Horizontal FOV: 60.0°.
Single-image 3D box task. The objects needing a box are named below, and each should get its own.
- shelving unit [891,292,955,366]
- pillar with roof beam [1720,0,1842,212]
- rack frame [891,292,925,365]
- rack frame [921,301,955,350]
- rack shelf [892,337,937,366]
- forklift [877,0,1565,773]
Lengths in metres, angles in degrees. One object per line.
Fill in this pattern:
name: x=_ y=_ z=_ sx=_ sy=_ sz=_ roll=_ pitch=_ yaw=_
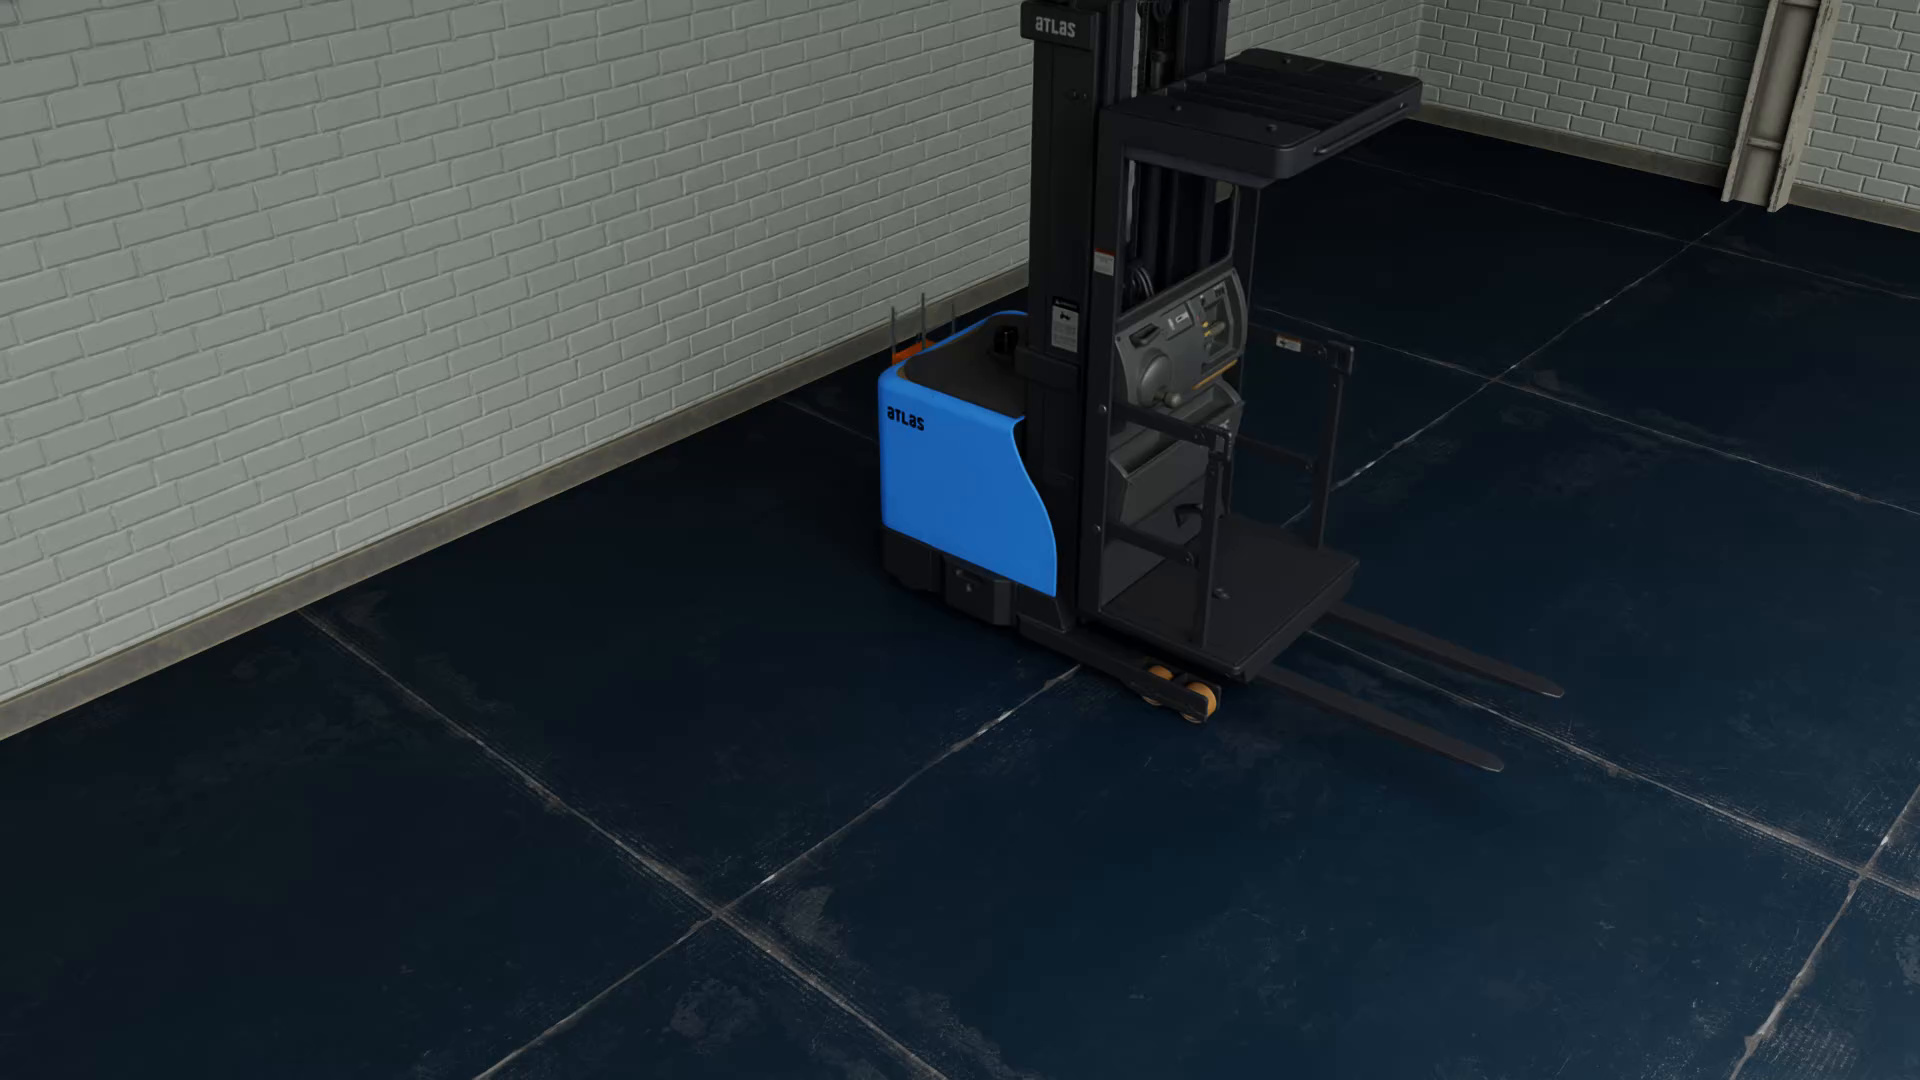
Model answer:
shelving unit: x=-0.172 y=-0.583 z=8.055 sx=0.189 sy=1.200 sz=0.258 roll=22 pitch=38 yaw=32
pillar with roof beam: x=3.070 y=-4.752 z=7.418 sx=0.400 sy=9.000 sz=9.100 roll=25 pitch=39 yaw=35
rack frame: x=-0.243 y=-0.612 z=8.104 sx=0.006 sy=1.200 sz=0.240 roll=22 pitch=38 yaw=32
rack frame: x=-0.100 y=-0.554 z=8.006 sx=0.006 sy=1.200 sz=0.240 roll=22 pitch=38 yaw=32
rack shelf: x=-0.172 y=-0.853 z=7.892 sx=0.180 sy=0.103 sz=0.258 roll=22 pitch=38 yaw=32
forklift: x=1.082 y=-0.800 z=6.737 sx=3.031 sy=2.935 sz=1.130 roll=22 pitch=38 yaw=32
